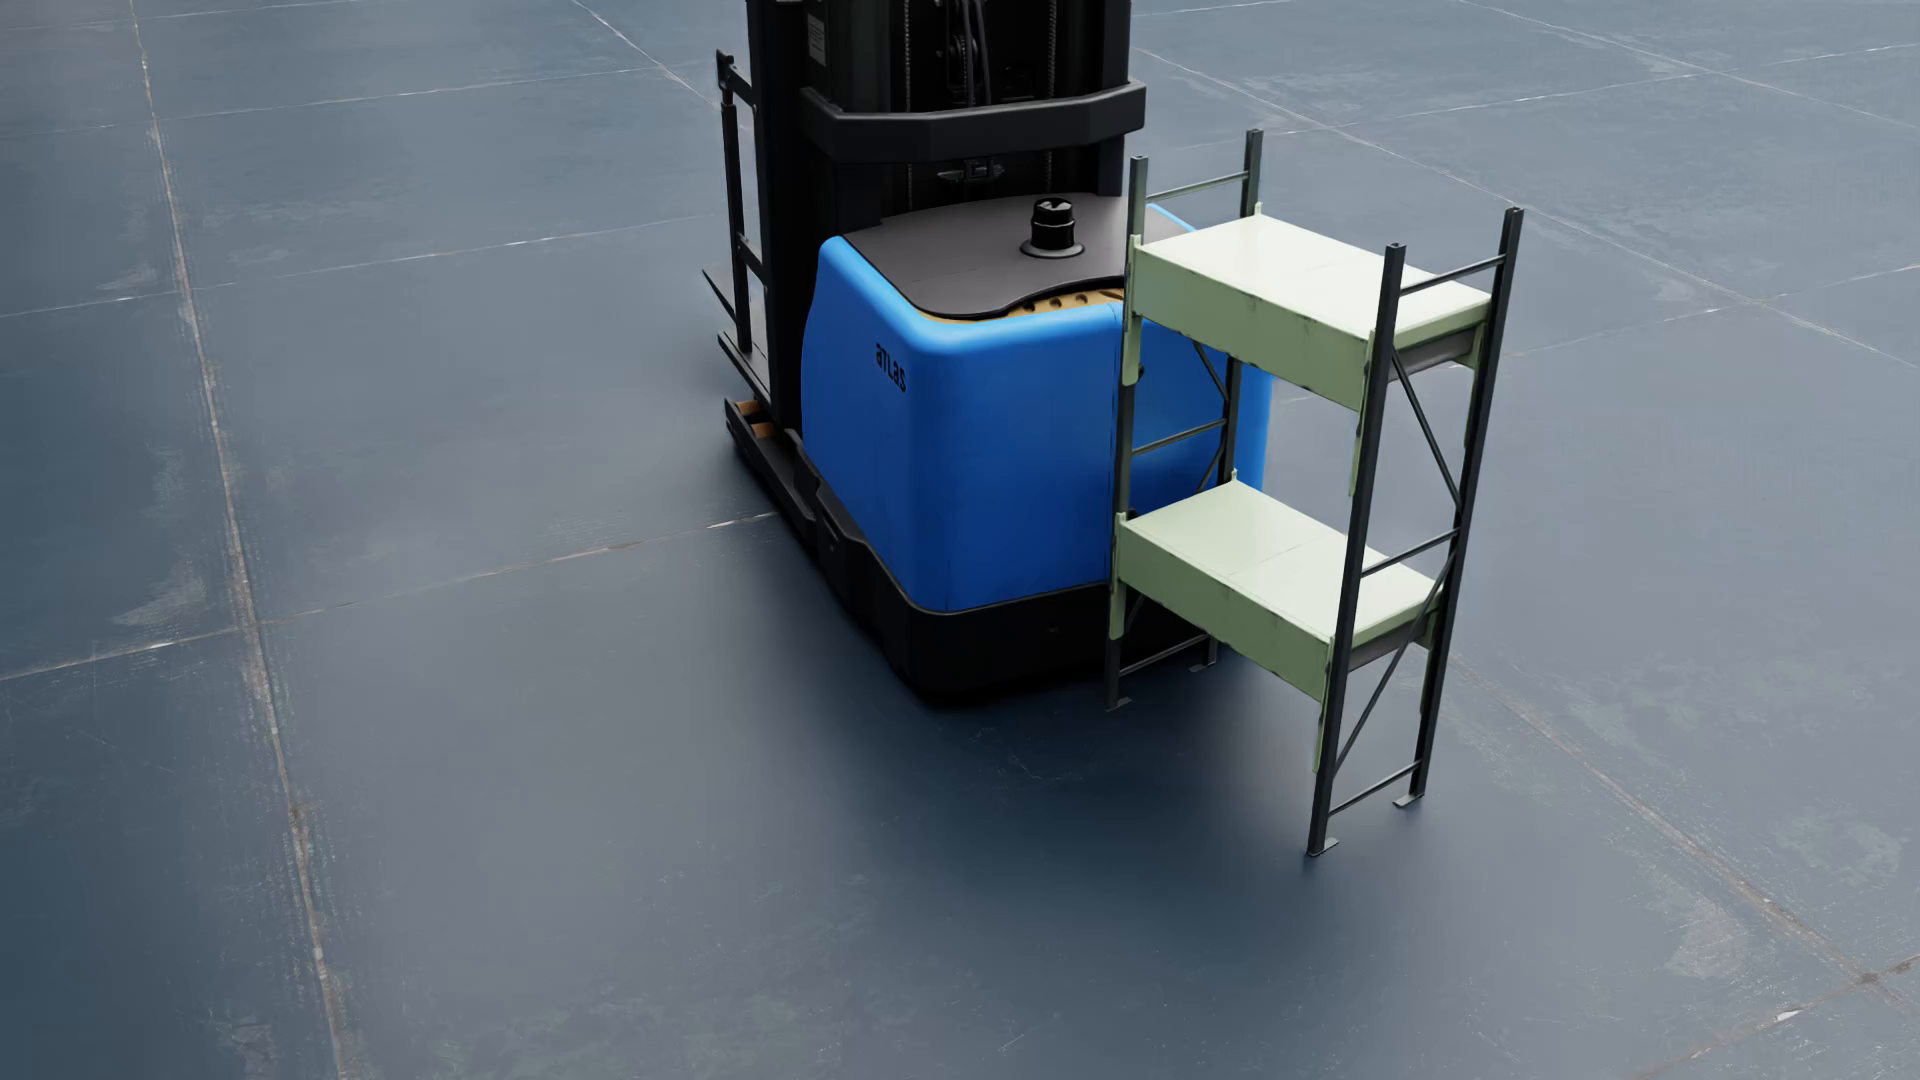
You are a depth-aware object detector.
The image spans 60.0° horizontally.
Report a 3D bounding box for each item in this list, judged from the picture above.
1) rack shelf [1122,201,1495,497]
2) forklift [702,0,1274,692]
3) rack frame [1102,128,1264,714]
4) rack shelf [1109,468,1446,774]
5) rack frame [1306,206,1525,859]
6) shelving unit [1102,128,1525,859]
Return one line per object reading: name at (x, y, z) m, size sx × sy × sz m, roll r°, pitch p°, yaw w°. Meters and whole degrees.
rack shelf at (0.765, -0.451, 3.722) m, size 0.431 × 0.370 × 0.720 m, roll -20°, pitch 35°, yaw -32°
forklift at (-0.174, -1.582, 5.074) m, size 1.130 × 2.935 × 3.031 m, roll -11°, pitch 31°, yaw -19°
rack frame at (0.546, -0.254, 4.169) m, size 0.400 × 1.500 × 0.023 m, roll -20°, pitch 35°, yaw -32°
rack shelf at (0.765, 0.174, 4.073) m, size 0.431 × 0.370 × 0.720 m, roll -20°, pitch 35°, yaw -32°
rack frame at (0.985, 0.033, 3.658) m, size 0.400 × 1.500 × 0.023 m, roll -20°, pitch 35°, yaw -32°
shelving unit at (0.765, -0.110, 3.913) m, size 0.431 × 1.500 × 0.755 m, roll -20°, pitch 35°, yaw -32°
